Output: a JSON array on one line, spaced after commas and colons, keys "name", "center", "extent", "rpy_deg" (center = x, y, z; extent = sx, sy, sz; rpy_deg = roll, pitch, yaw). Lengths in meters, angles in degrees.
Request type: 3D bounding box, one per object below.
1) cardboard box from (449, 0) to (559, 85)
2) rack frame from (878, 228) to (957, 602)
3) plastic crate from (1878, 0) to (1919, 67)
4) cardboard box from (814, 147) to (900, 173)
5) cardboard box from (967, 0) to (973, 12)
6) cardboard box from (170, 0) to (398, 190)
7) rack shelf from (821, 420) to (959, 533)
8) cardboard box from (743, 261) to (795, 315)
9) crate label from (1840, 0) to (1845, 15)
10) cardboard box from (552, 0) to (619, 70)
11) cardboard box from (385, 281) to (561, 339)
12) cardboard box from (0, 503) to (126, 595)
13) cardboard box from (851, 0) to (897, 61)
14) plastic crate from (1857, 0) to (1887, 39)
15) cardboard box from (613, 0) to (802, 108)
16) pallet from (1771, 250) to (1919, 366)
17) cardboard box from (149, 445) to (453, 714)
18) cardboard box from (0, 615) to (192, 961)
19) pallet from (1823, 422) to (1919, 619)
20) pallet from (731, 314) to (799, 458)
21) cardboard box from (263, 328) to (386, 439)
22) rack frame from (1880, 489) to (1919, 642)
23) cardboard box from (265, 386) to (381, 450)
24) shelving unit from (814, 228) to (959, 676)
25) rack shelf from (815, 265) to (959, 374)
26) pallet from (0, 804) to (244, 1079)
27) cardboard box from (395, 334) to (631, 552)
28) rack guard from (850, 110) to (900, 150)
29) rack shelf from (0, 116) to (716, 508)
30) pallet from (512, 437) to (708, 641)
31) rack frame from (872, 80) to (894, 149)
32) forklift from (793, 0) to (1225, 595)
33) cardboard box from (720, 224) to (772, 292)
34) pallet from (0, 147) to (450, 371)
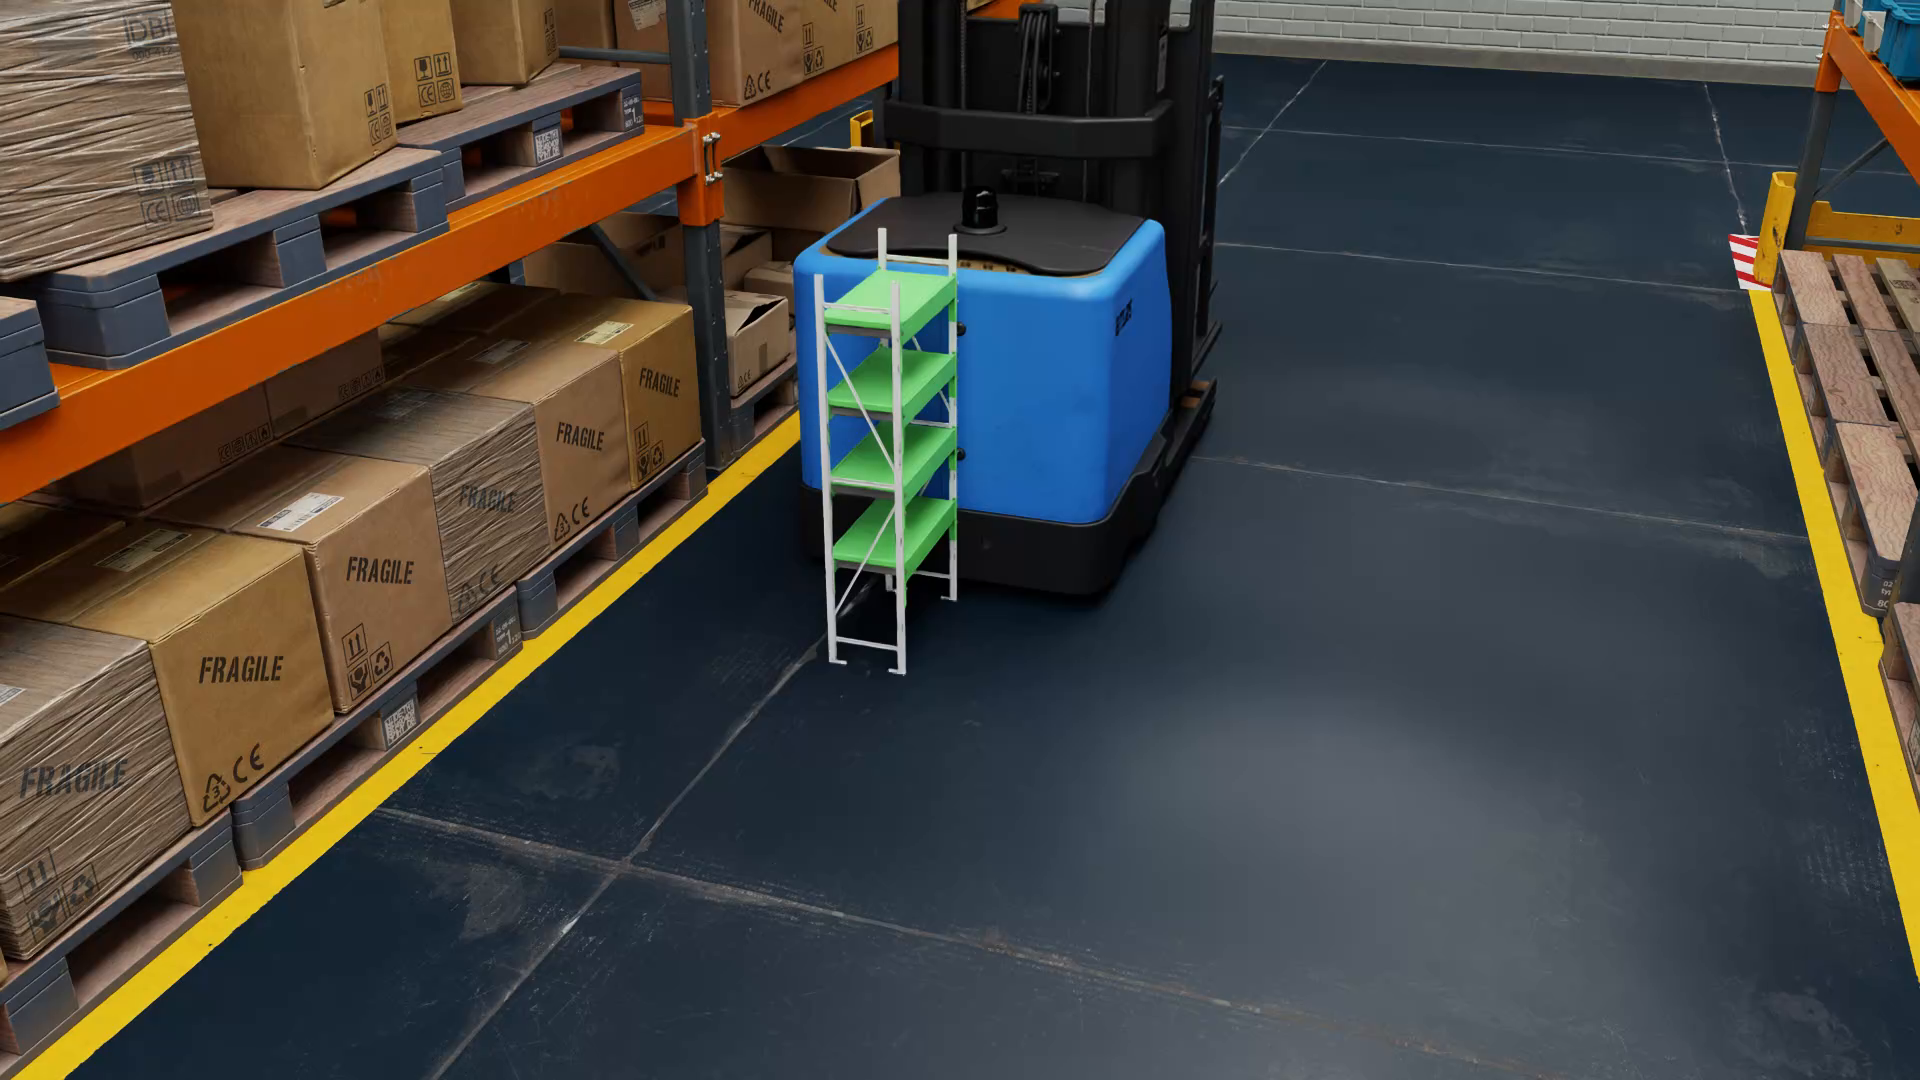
[{"name": "cardboard box", "center": [-1.720, -1.767, 5.361], "extent": [0.700, 0.500, 0.500], "rpy_deg": [0, 26, 0]}, {"name": "rack frame", "center": [-0.125, -0.360, 5.117], "extent": [0.240, 1.200, 0.015], "rpy_deg": [8, 27, 16]}, {"name": "plastic crate", "center": [3.818, -1.976, 6.513], "extent": [0.416, 0.233, 0.300], "rpy_deg": [9, 27, 17]}, {"name": "cardboard box", "center": [-0.636, -1.912, 8.907], "extent": [0.500, 0.250, 0.500], "rpy_deg": [9, 27, 17]}, {"name": "cardboard box", "center": [-0.254, -2.743, 7.858], "extent": [0.500, 0.500, 0.500], "rpy_deg": [9, 27, 18]}, {"name": "cardboard box", "center": [-1.882, -1.195, 4.178], "extent": [0.700, 0.500, 0.500], "rpy_deg": [2, 26, 4]}, {"name": "rack shelf", "center": [-0.200, -0.202, 4.936], "extent": [0.258, 0.148, 0.480], "rpy_deg": [8, 27, 16]}, {"name": "cardboard box", "center": [-0.730, -1.116, 7.360], "extent": [0.380, 0.166, 0.250], "rpy_deg": [9, 27, 17]}, {"name": "crate label", "center": [4.256, -2.517, 7.630], "extent": [0.416, 0.233, 0.303], "rpy_deg": [9, 27, 17]}, {"name": "cardboard box", "center": [-1.428, -1.983, 6.289], "extent": [0.500, 0.500, 0.500], "rpy_deg": [9, 27, 18]}, {"name": "cardboard box", "center": [-1.743, -0.605, 5.921], "extent": [0.500, 0.500, 0.500], "rpy_deg": [8, 27, 15]}, {"name": "cardboard box", "center": [-2.421, 0.244, 4.167], "extent": [0.500, 0.500, 0.500], "rpy_deg": [8, 27, 16]}, {"name": "cardboard box", "center": [-0.589, -2.327, 6.998], "extent": [0.500, 0.500, 0.500], "rpy_deg": [9, 27, 17]}, {"name": "plastic crate", "center": [4.037, -2.247, 7.072], "extent": [0.416, 0.233, 0.300], "rpy_deg": [9, 27, 17]}, {"name": "cardboard box", "center": [-0.925, -1.910, 6.139], "extent": [0.500, 0.500, 0.500], "rpy_deg": [9, 27, 19]}, {"name": "pallet", "center": [4.338, -1.031, 7.637], "extent": [1.003, 0.211, 1.213], "rpy_deg": [9, 27, 17]}, {"name": "cardboard box", "center": [-1.753, 0.093, 4.479], "extent": [0.500, 0.500, 0.500], "rpy_deg": [8, 27, 16]}, {"name": "cardboard box", "center": [-2.093, 0.514, 3.610], "extent": [0.500, 0.500, 0.500], "rpy_deg": [8, 27, 16]}, {"name": "pallet", "center": [3.526, -0.028, 5.566], "extent": [1.003, 0.211, 1.213], "rpy_deg": [9, 27, 17]}, {"name": "pallet", "center": [-1.122, -0.722, 7.000], "extent": [1.003, 0.211, 1.213], "rpy_deg": [9, 27, 17]}, {"name": "cardboard box", "center": [-2.075, -0.532, 4.909], "extent": [0.500, 0.250, 0.500], "rpy_deg": [9, 27, 18]}, {"name": "rack frame", "center": [3.318, -0.976, 4.323], "extent": [1.000, 3.000, 0.127], "rpy_deg": [9, 27, 17]}, {"name": "cardboard box", "center": [-2.083, -0.180, 5.043], "extent": [0.500, 0.500, 0.500], "rpy_deg": [9, 27, 18]}, {"name": "shelving unit", "center": [-0.200, -0.259, 4.908], "extent": [0.258, 1.200, 0.503], "rpy_deg": [8, 27, 16]}, {"name": "rack shelf", "center": [-0.201, -0.634, 4.727], "extent": [0.258, 0.148, 0.480], "rpy_deg": [8, 27, 16]}, {"name": "pallet", "center": [-2.399, 0.902, 3.645], "extent": [1.003, 0.211, 1.213], "rpy_deg": [9, 27, 17]}, {"name": "cardboard box", "center": [-1.418, -0.322, 5.337], "extent": [0.500, 0.500, 0.500], "rpy_deg": [9, 27, 18]}, {"name": "rack guard", "center": [-0.046, -2.183, 9.685], "extent": [1.175, 0.500, 0.348], "rpy_deg": [9, 27, 17]}, {"name": "rack shelf", "center": [-2.017, -0.550, 4.269], "extent": [1.077, 0.370, 4.000], "rpy_deg": [9, 27, 17]}, {"name": "pallet", "center": [-1.587, -0.101, 5.716], "extent": [1.003, 0.211, 1.213], "rpy_deg": [9, 27, 17]}, {"name": "rack frame", "center": [-0.021, -3.339, 9.205], "extent": [1.000, 3.000, 0.127], "rpy_deg": [9, 27, 17]}, {"name": "forklift", "center": [0.409, -1.768, 6.037], "extent": [1.130, 2.935, 3.031], "rpy_deg": [8, 27, 16]}, {"name": "cardboard box", "center": [-1.180, -1.267, 7.505], "extent": [0.500, 0.311, 0.500], "rpy_deg": [9, 27, 17]}, {"name": "pallet", "center": [-2.040, -0.765, 4.109], "extent": [1.003, 0.211, 1.213], "rpy_deg": [9, 27, 17]}]
